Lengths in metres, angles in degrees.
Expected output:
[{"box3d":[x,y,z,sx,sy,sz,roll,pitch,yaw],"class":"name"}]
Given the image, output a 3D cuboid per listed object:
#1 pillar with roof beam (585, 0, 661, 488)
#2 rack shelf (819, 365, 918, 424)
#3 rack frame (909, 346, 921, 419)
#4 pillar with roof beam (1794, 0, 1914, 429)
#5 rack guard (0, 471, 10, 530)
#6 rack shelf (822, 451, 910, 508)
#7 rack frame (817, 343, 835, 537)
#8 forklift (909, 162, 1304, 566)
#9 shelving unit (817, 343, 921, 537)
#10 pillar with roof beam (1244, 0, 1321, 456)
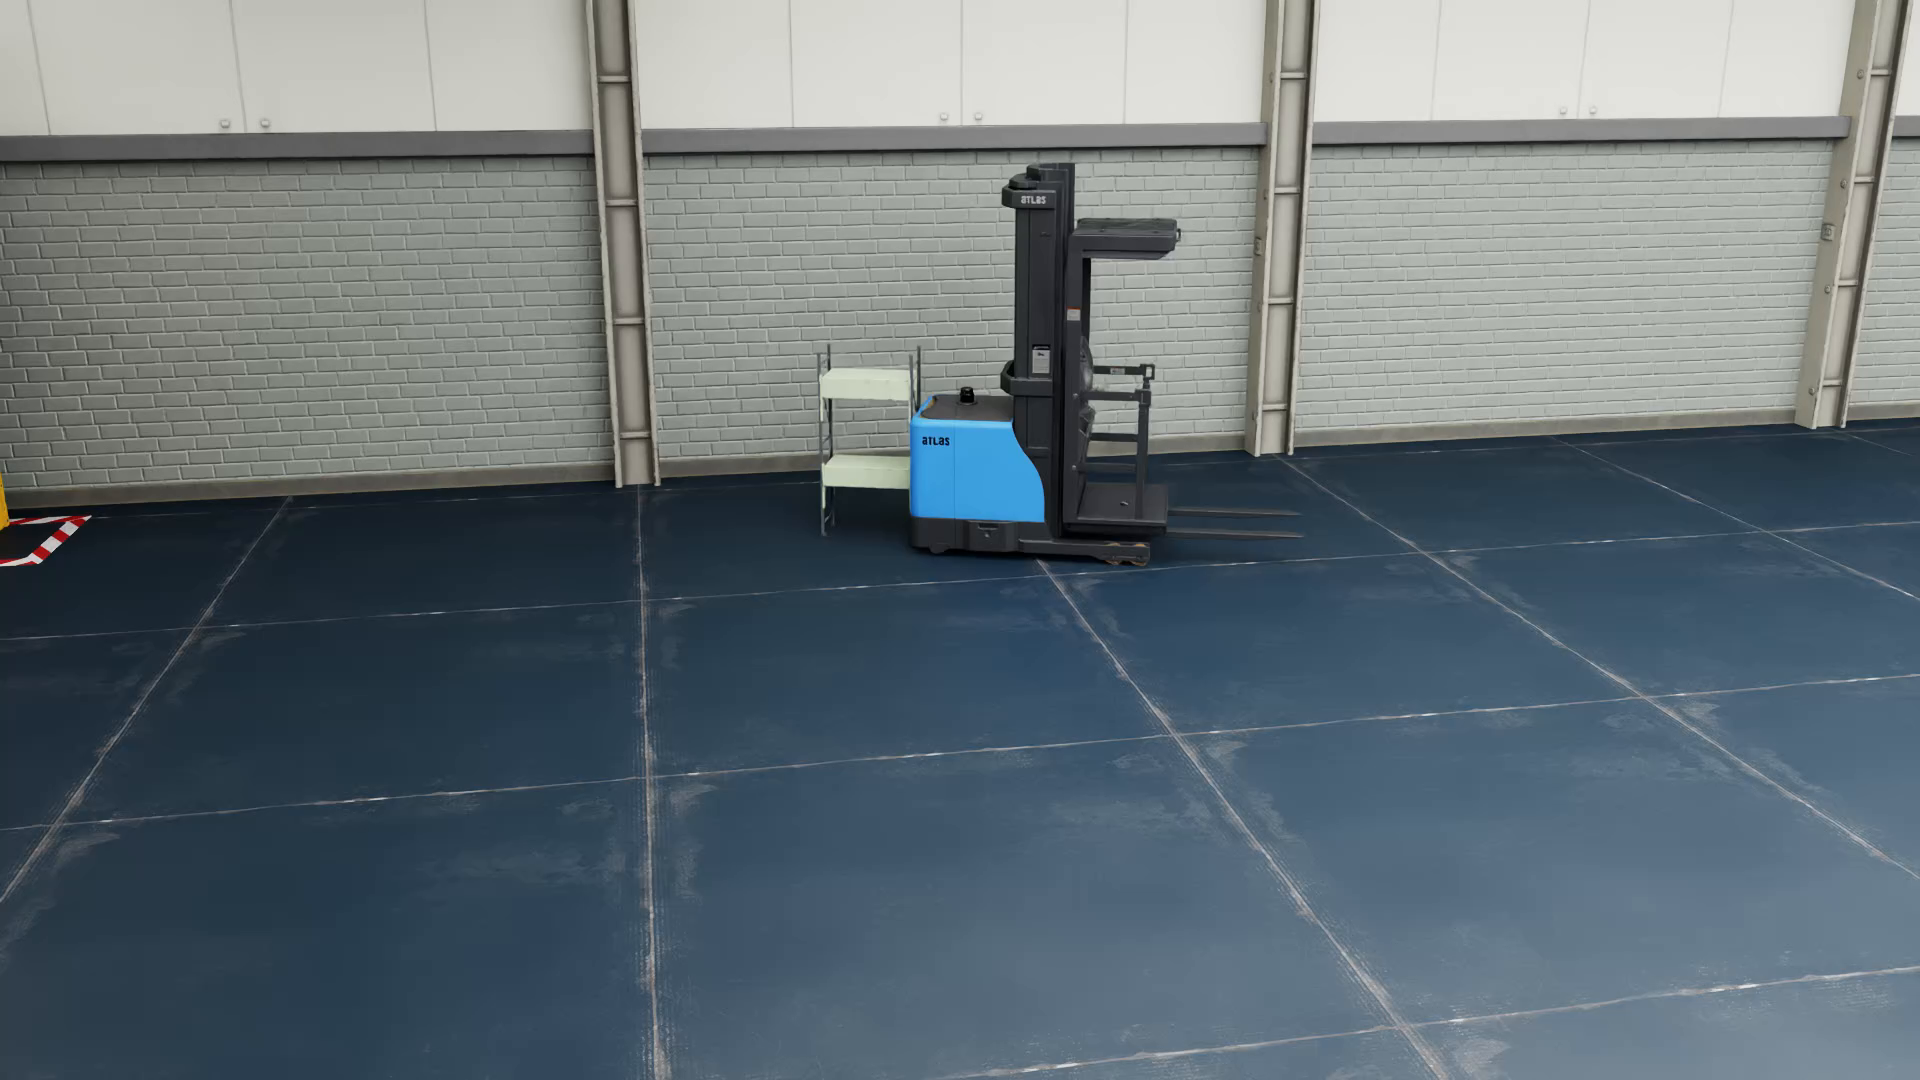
[{"box3d":[-2.090,-3.583,9.651,0.400,9.000,9.100,-3,17,-10],"class":"pillar with roof beam"},{"box3d":[-0.714,-1.160,13.206,0.720,0.370,0.431,2,17,8],"class":"rack shelf"},{"box3d":[-0.352,-0.772,13.271,0.023,1.500,0.400,2,17,8],"class":"rack frame"},{"box3d":[9.693,-4.252,11.828,0.400,9.000,9.100,-3,17,-10],"class":"pillar with roof beam"},{"box3d":[-7.919,-0.208,13.136,0.348,0.500,1.175,-3,17,-10],"class":"rack guard"},{"box3d":[-0.714,-0.476,13.416,0.720,0.370,0.431,2,17,8],"class":"rack shelf"},{"box3d":[-1.077,-0.803,13.370,0.023,1.500,0.400,2,17,8],"class":"rack frame"},{"box3d":[1.160,-1.371,12.784,3.031,2.935,1.130,2,17,8],"class":"forklift"},{"box3d":[-0.714,-0.787,13.320,0.755,1.500,0.431,2,17,8],"class":"shelving unit"},{"box3d":[3.802,-3.917,10.740,0.400,9.000,9.100,-3,17,-10],"class":"pillar with roof beam"}]
